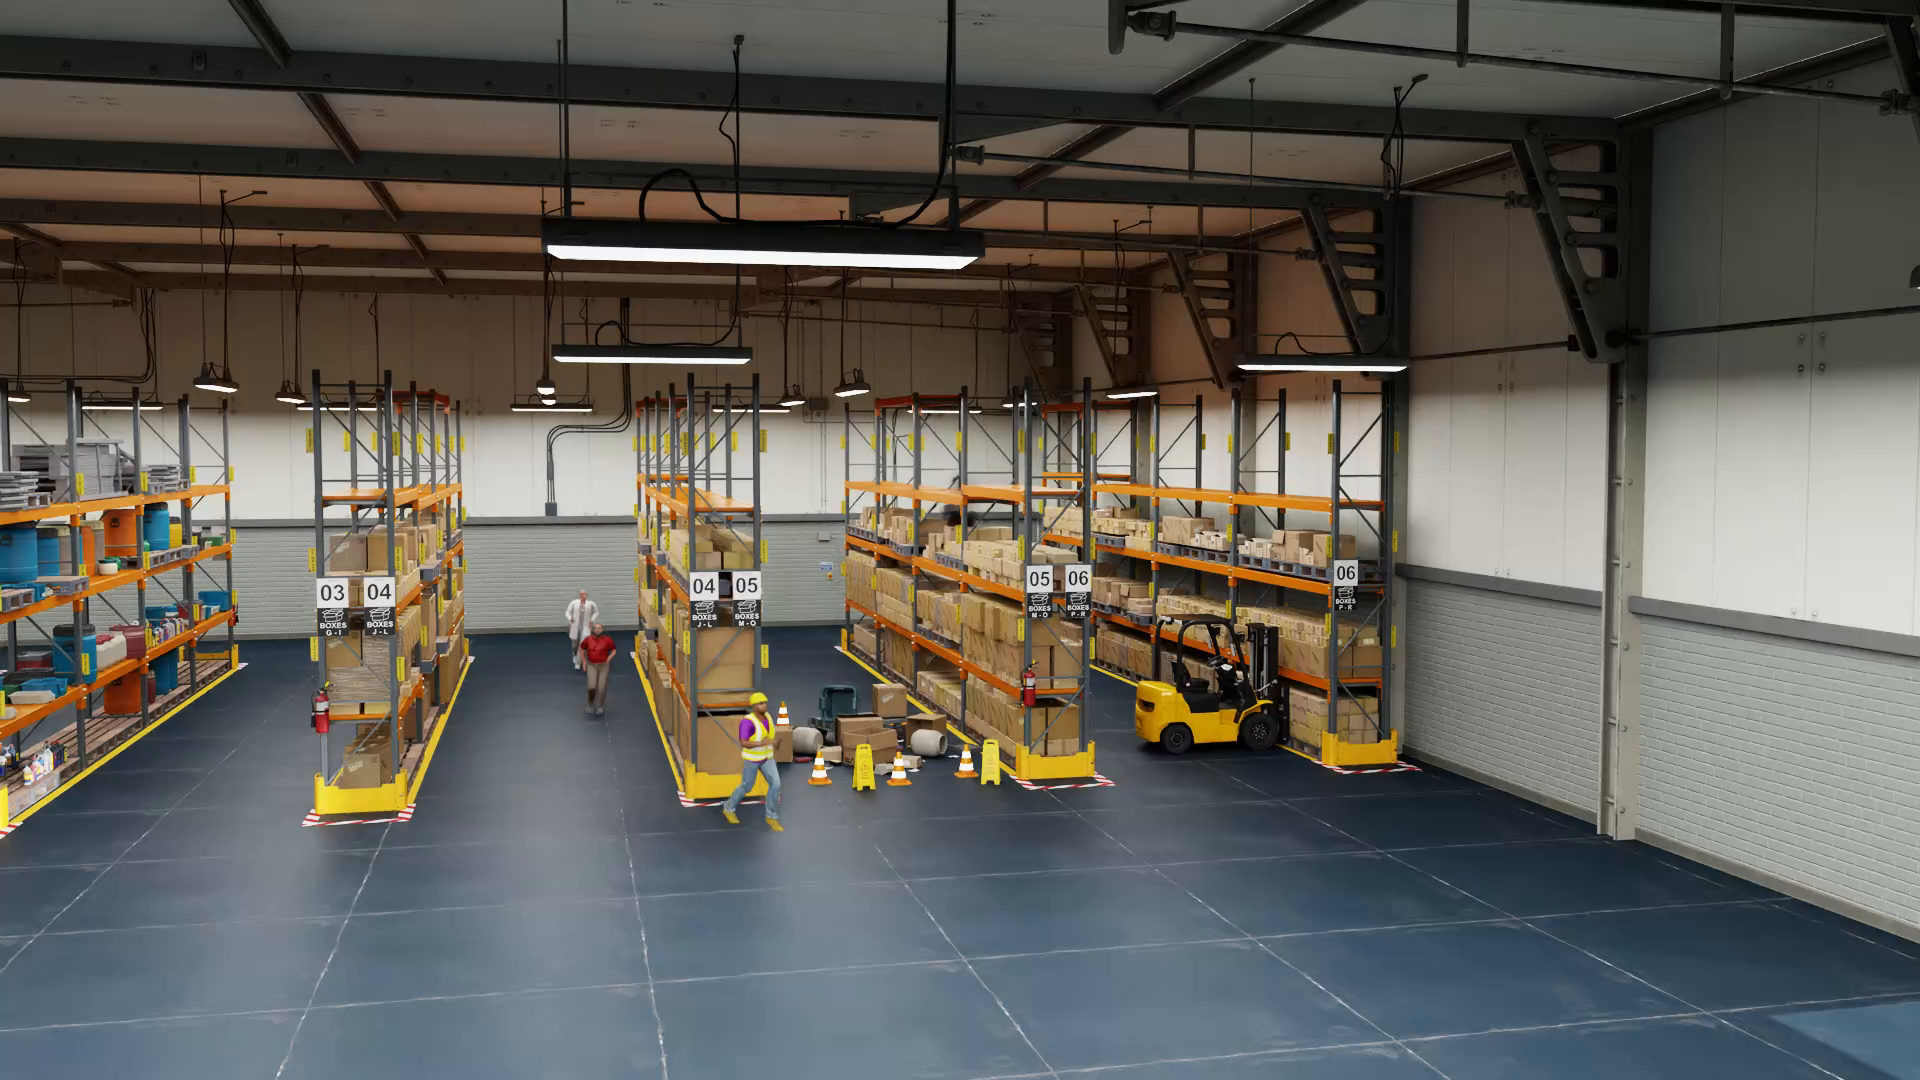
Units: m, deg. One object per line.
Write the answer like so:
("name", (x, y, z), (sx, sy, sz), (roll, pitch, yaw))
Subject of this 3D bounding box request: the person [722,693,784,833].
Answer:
("person", (-2.659, 2.874, 21.623), (0.910, 1.817, 0.712), (3, 4, 39))

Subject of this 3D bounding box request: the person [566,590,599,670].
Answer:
("person", (-8.464, 1.985, 37.281), (0.725, 1.766, 0.868), (0, 3, -7))

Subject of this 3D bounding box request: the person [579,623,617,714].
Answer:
("person", (-6.667, 2.382, 30.684), (0.667, 1.700, 0.607), (-1, 3, -15))
